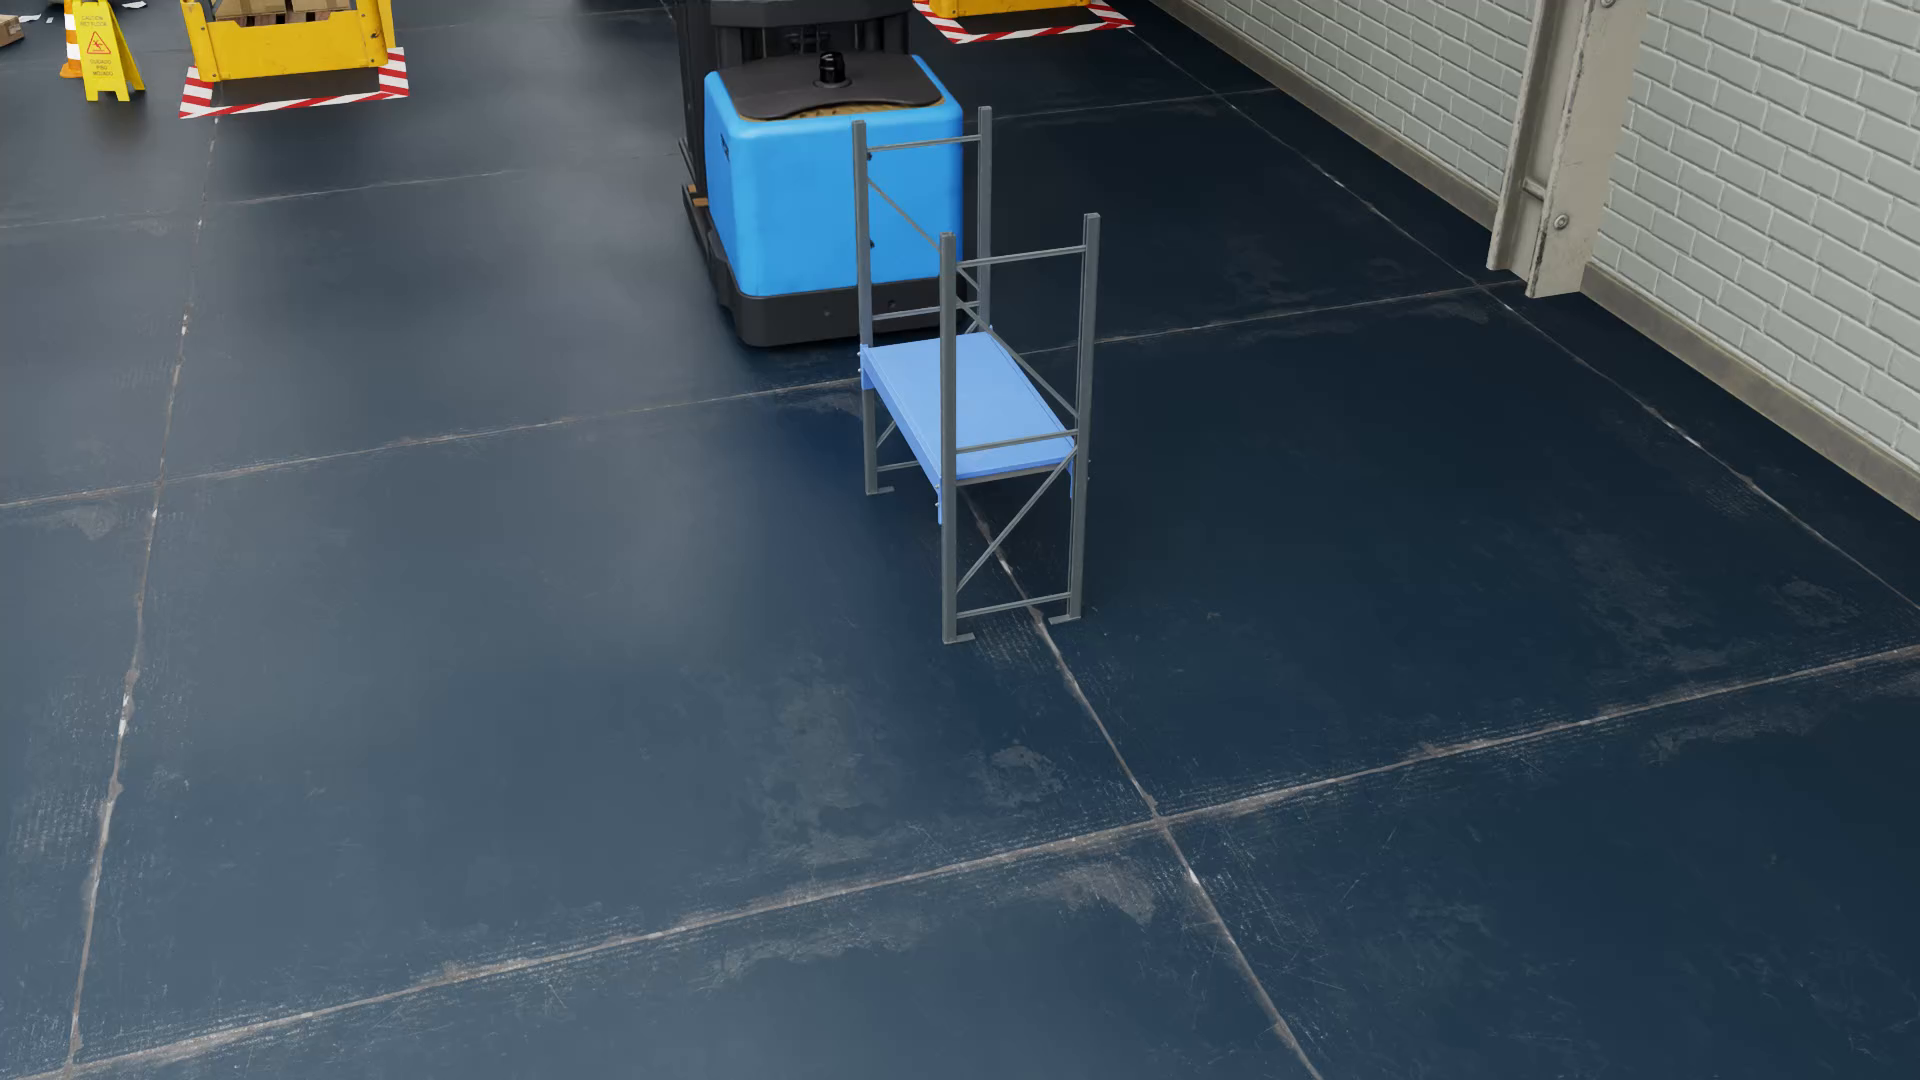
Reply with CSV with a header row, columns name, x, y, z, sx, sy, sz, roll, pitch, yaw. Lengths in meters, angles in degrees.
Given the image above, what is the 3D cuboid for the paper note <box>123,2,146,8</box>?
name,x,y,z,sx,sy,sz,roll,pitch,yaw
paper note,-6.029,-3.915,12.148,0.142,0.019,0.148,-23,40,-31

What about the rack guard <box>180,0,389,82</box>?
name,x,y,z,sx,sy,sz,roll,pitch,yaw
rack guard,-4.389,-3.339,10.849,1.175,0.500,0.348,-10,35,-15

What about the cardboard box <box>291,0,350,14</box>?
name,x,y,z,sx,sy,sz,roll,pitch,yaw
cardboard box,-4.348,-3.840,11.453,0.500,0.250,0.500,-10,35,-15

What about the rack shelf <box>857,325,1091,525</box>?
name,x,y,z,sx,sy,sz,roll,pitch,yaw
rack shelf,0.026,-0.431,5.868,0.538,0.185,1.000,-10,35,-15

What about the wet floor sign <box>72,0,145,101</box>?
name,x,y,z,sx,sy,sz,roll,pitch,yaw
wet floor sign,-5.326,-3.080,10.326,0.267,0.644,0.232,1,33,2

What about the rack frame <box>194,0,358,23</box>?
name,x,y,z,sx,sy,sz,roll,pitch,yaw
rack frame,-4.365,-4.342,10.100,1.000,3.000,0.127,-10,35,-15

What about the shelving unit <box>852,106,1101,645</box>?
name,x,y,z,sx,sy,sz,roll,pitch,yaw
shelving unit,0.026,-0.581,5.769,0.538,1.500,1.048,-10,35,-15

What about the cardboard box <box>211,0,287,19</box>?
name,x,y,z,sx,sy,sz,roll,pitch,yaw
cardboard box,-4.875,-3.762,11.335,0.500,0.250,0.500,-10,35,-15

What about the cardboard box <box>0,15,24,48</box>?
name,x,y,z,sx,sy,sz,roll,pitch,yaw
cardboard box,-6.689,-3.501,11.413,0.380,0.149,0.250,7,34,10

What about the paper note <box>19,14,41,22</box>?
name,x,y,z,sx,sy,sz,roll,pitch,yaw
paper note,-6.666,-3.731,11.879,0.148,0.019,0.142,1,33,2

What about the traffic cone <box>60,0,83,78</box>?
name,x,y,z,sx,sy,sz,roll,pitch,yaw
traffic cone,-5.725,-3.292,10.813,0.336,0.463,0.334,-10,35,-15

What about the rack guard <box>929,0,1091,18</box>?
name,x,y,z,sx,sy,sz,roll,pitch,yaw
rack guard,0.368,-4.123,12.036,1.175,0.500,0.348,-10,35,-15

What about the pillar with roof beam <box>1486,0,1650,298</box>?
name,x,y,z,sx,sy,sz,roll,pitch,yaw
pillar with roof beam,-1.263,-4.324,4.632,9.100,9.000,0.400,-10,35,-15

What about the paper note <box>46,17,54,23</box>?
name,x,y,z,sx,sy,sz,roll,pitch,yaw
paper note,-6.484,-3.705,11.847,0.032,0.001,0.123,-10,35,-15

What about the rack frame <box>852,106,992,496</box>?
name,x,y,z,sx,sy,sz,roll,pitch,yaw
rack frame,-0.129,-0.848,6.173,0.500,1.500,0.032,-10,35,-15

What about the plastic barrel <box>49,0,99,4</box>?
name,x,y,z,sx,sy,sz,roll,pitch,yaw
plastic barrel,-6.437,-4.097,12.066,0.512,0.421,0.421,13,36,18

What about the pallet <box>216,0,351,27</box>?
name,x,y,z,sx,sy,sz,roll,pitch,yaw
pallet,-4.603,-3.651,11.584,1.003,0.211,1.213,-10,35,-15

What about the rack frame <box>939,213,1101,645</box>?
name,x,y,z,sx,sy,sz,roll,pitch,yaw
rack frame,0.181,-0.314,5.365,0.500,1.500,0.032,-10,35,-15

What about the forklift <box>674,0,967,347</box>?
name,x,y,z,sx,sy,sz,roll,pitch,yaw
forklift,-0.851,-2.893,7.970,1.130,2.935,3.031,-9,34,-13
